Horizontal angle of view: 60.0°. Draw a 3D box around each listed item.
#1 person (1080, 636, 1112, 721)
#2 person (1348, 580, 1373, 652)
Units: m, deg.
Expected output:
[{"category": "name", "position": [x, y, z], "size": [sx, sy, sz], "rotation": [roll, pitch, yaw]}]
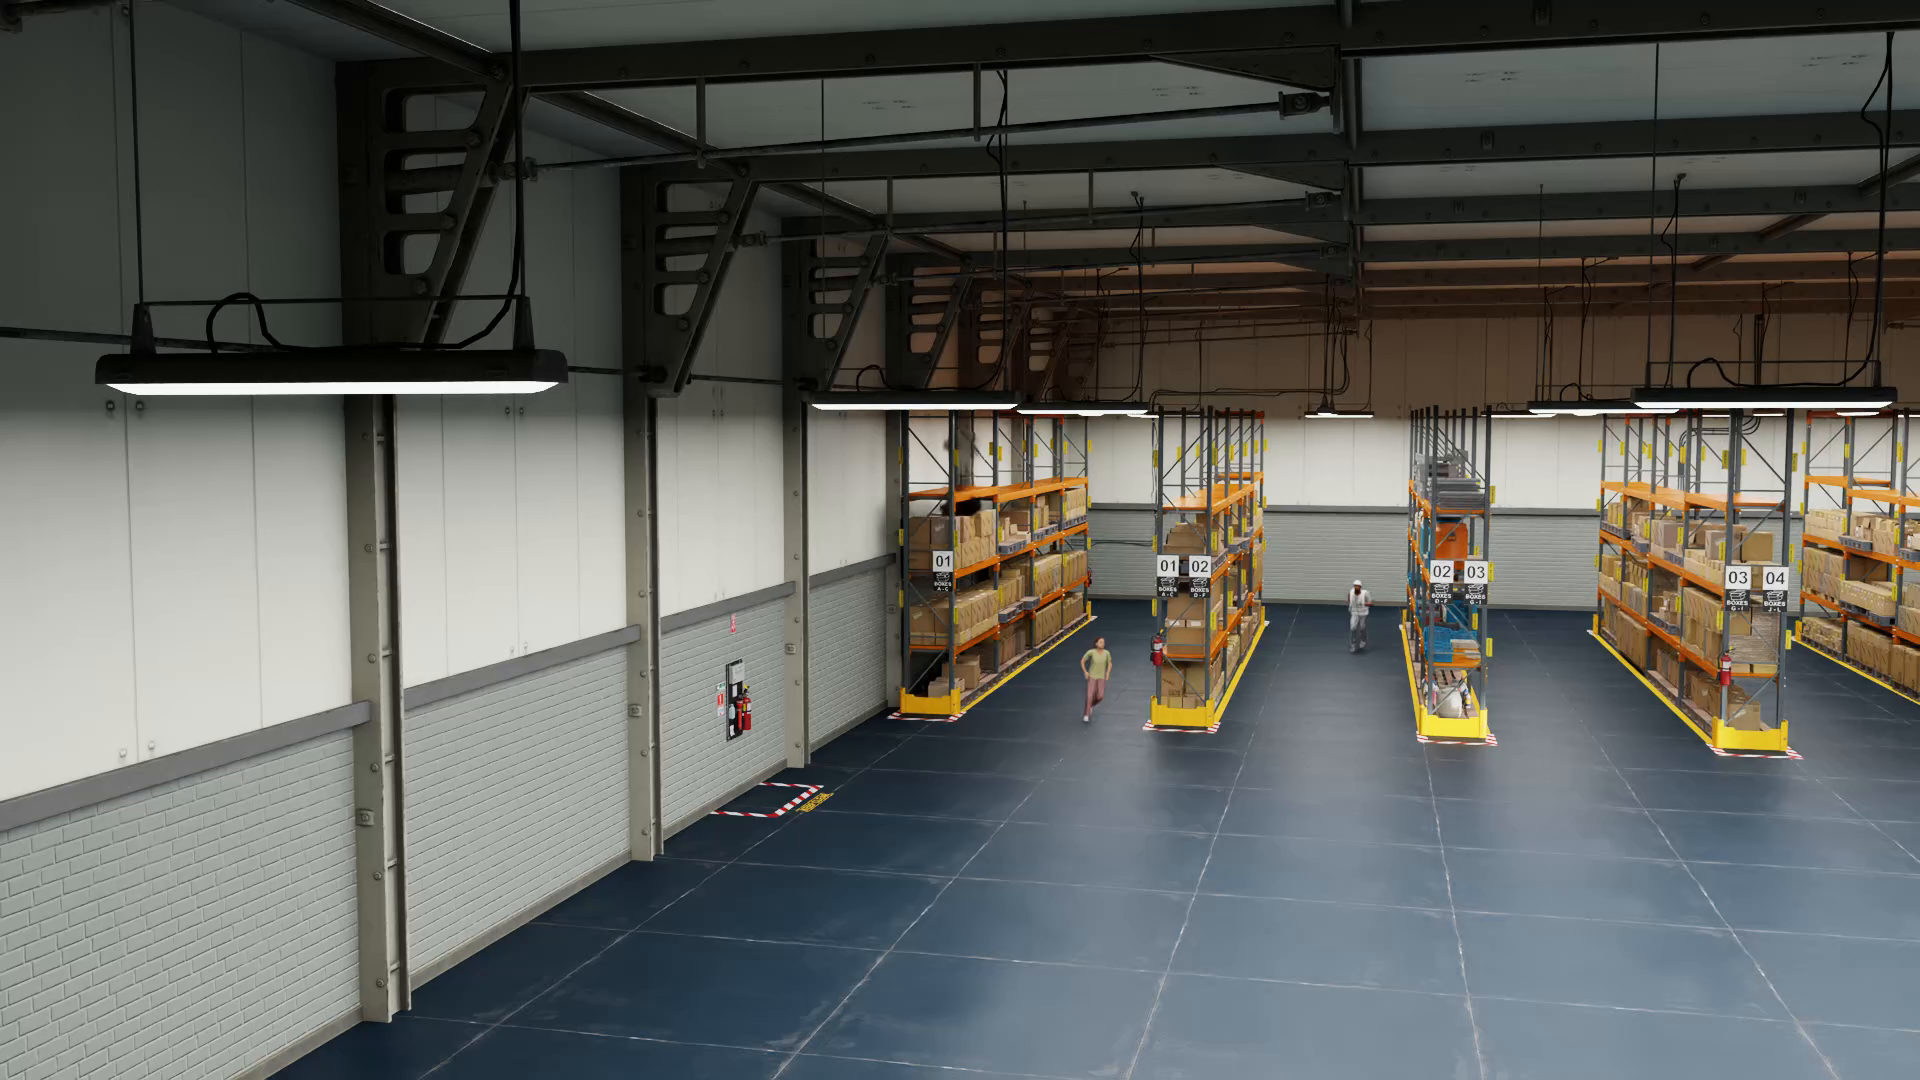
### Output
[{"category": "person", "position": [2.621, 2.645, 31.848], "size": [0.625, 1.618, 0.544], "rotation": [-1, 4, -7]}, {"category": "person", "position": [9.937, 1.900, 41.312], "size": [0.672, 1.835, 0.884], "rotation": [2, 5, 27]}]
